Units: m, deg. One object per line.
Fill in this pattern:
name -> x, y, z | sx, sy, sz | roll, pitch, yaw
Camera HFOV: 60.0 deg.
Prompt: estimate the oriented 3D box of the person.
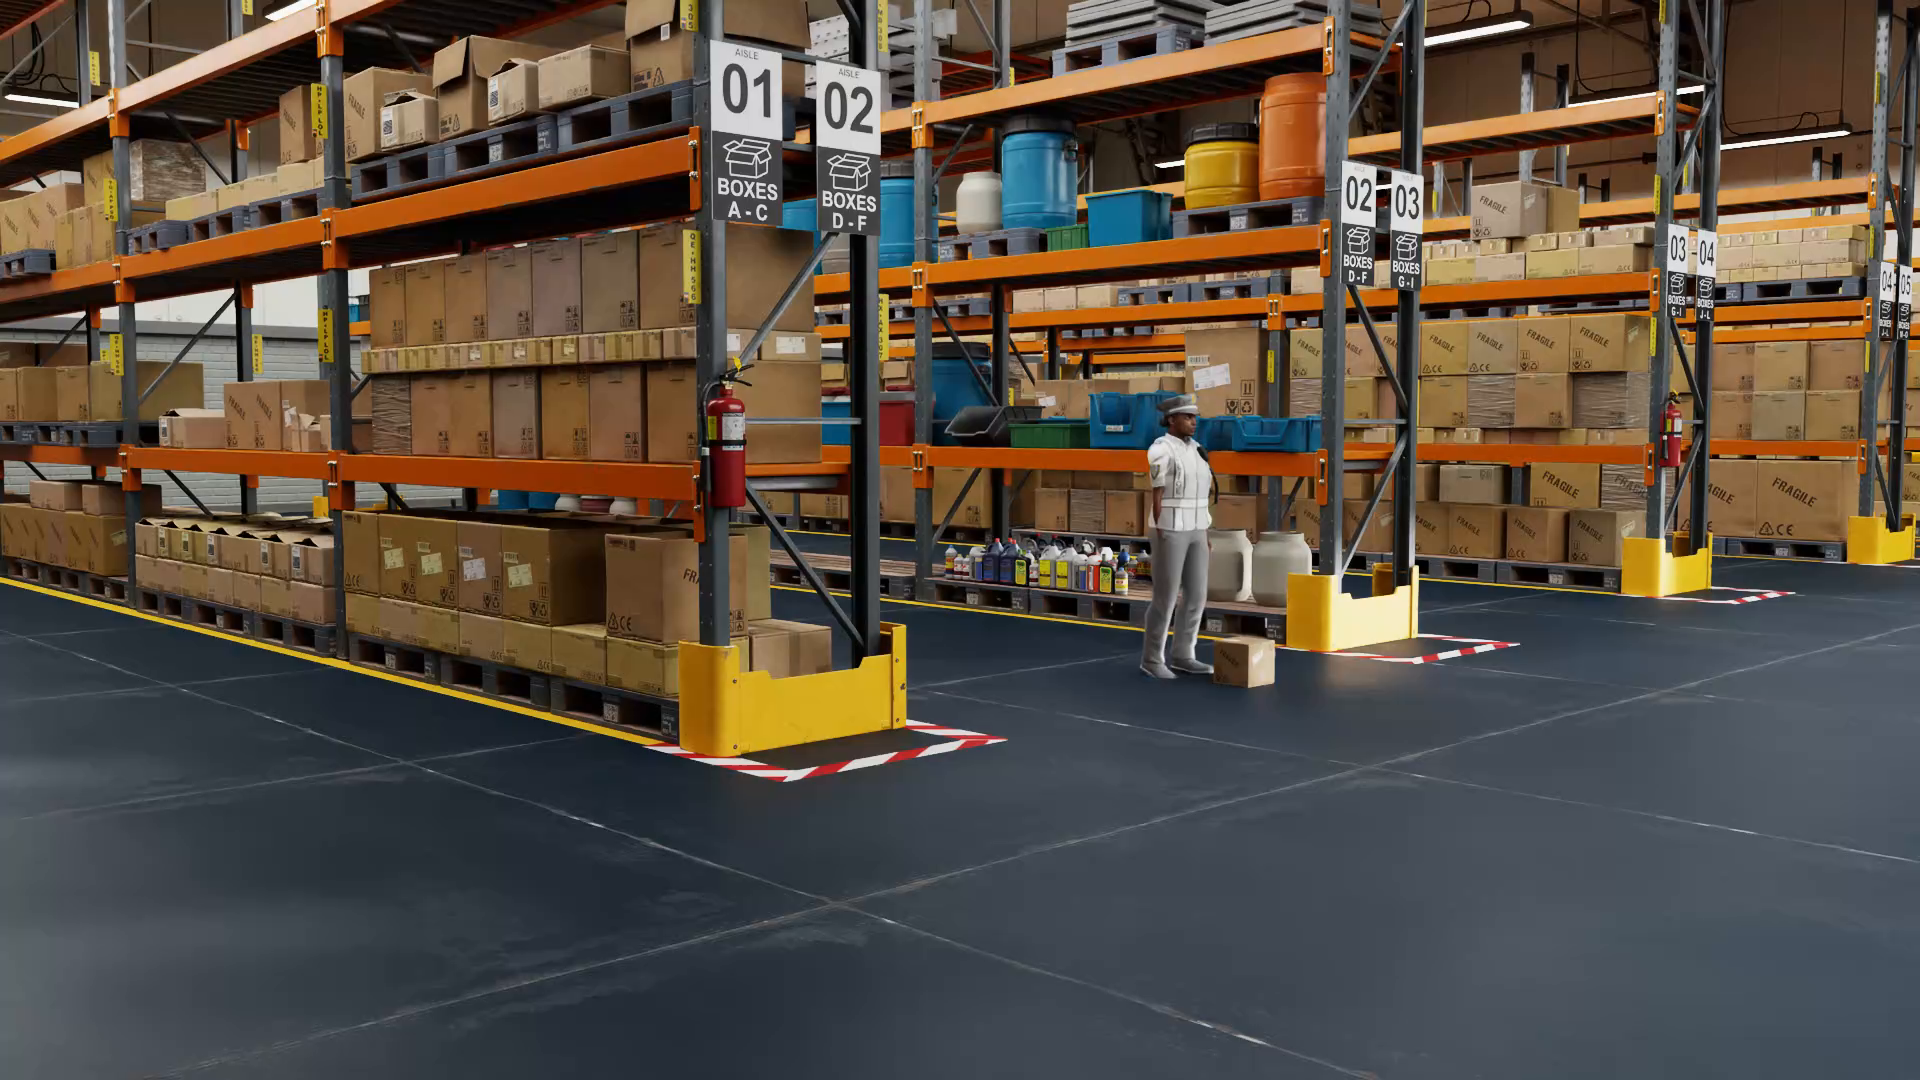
person -> 1.317, -0.015, 9.901 | 0.436, 1.716, 0.347 | -4, 5, -42
